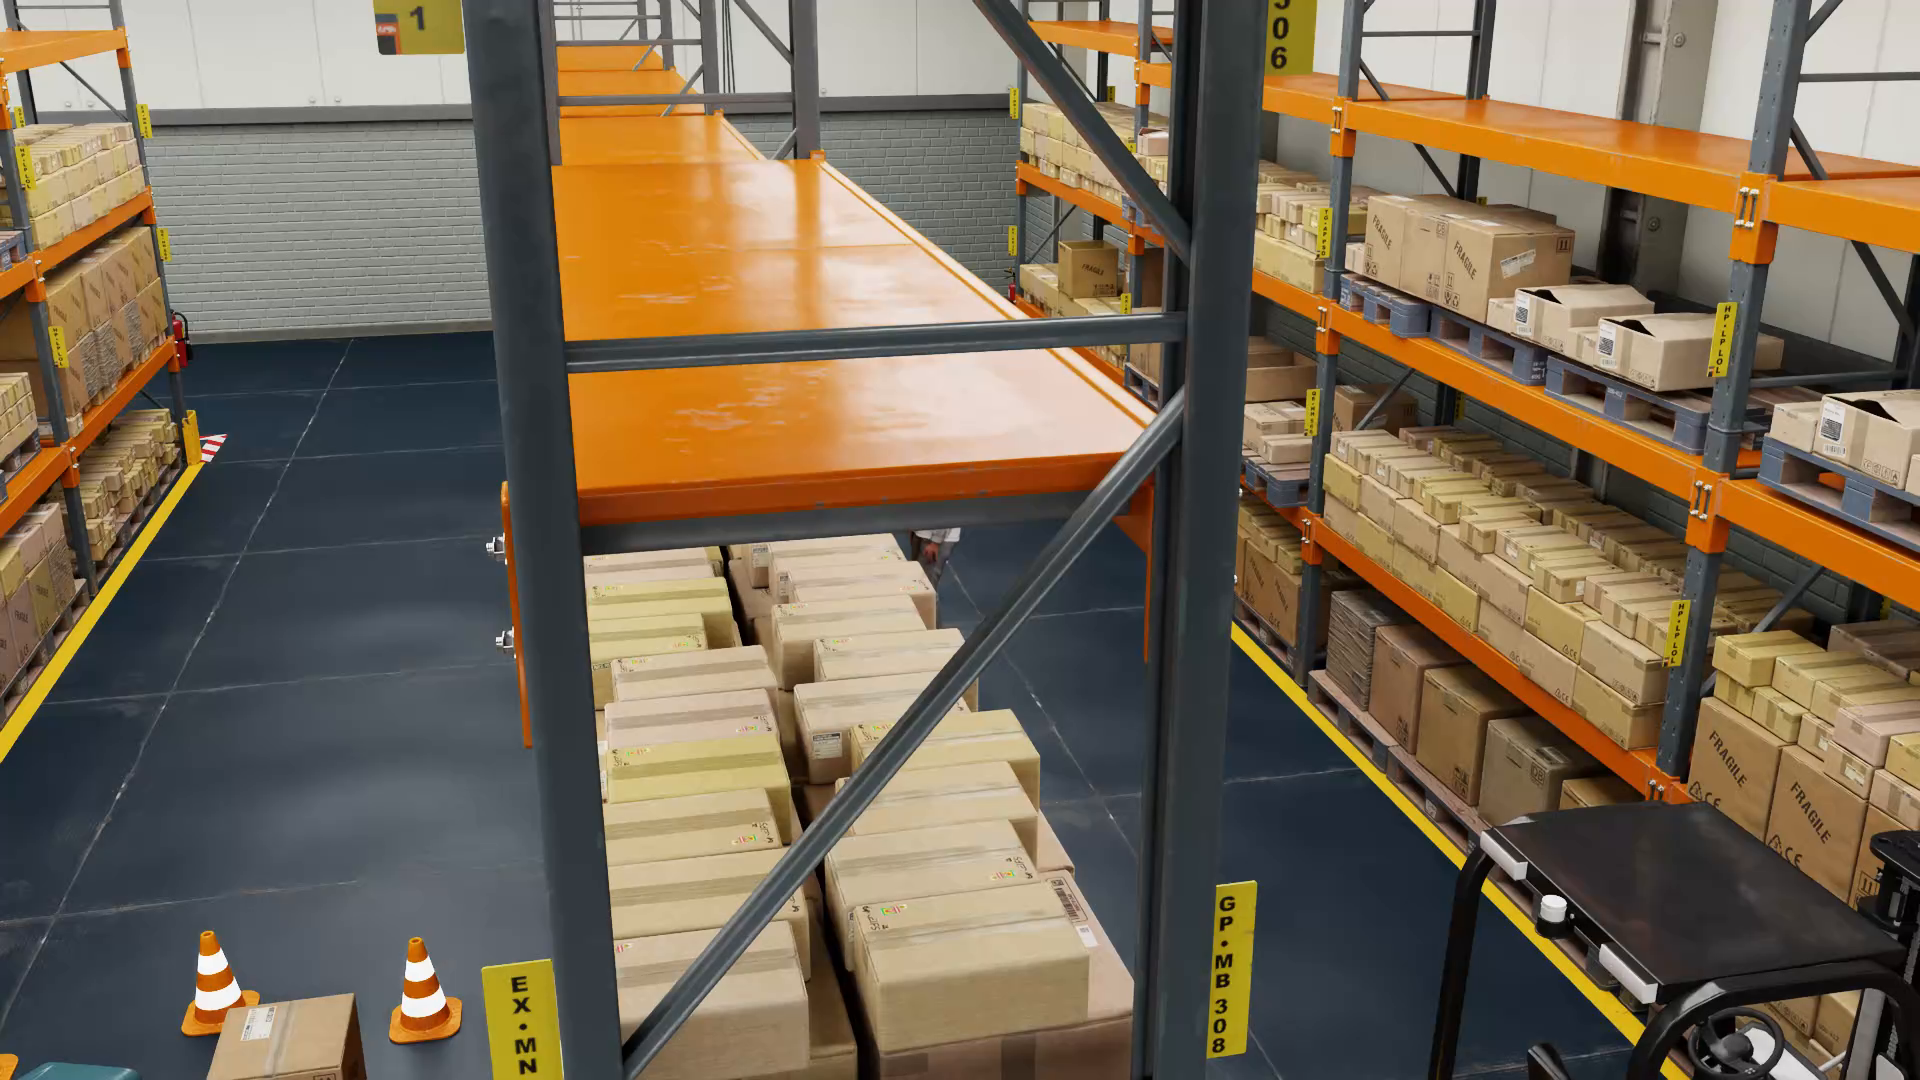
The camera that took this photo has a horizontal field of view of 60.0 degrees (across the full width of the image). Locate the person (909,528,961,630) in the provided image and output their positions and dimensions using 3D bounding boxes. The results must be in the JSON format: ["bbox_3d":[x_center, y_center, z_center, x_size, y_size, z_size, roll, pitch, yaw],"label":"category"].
[{"bbox_3d":[-0.235,-0.040,12.458,0.474,1.771,0.572,-5,20,-14],"label":"person"}]
